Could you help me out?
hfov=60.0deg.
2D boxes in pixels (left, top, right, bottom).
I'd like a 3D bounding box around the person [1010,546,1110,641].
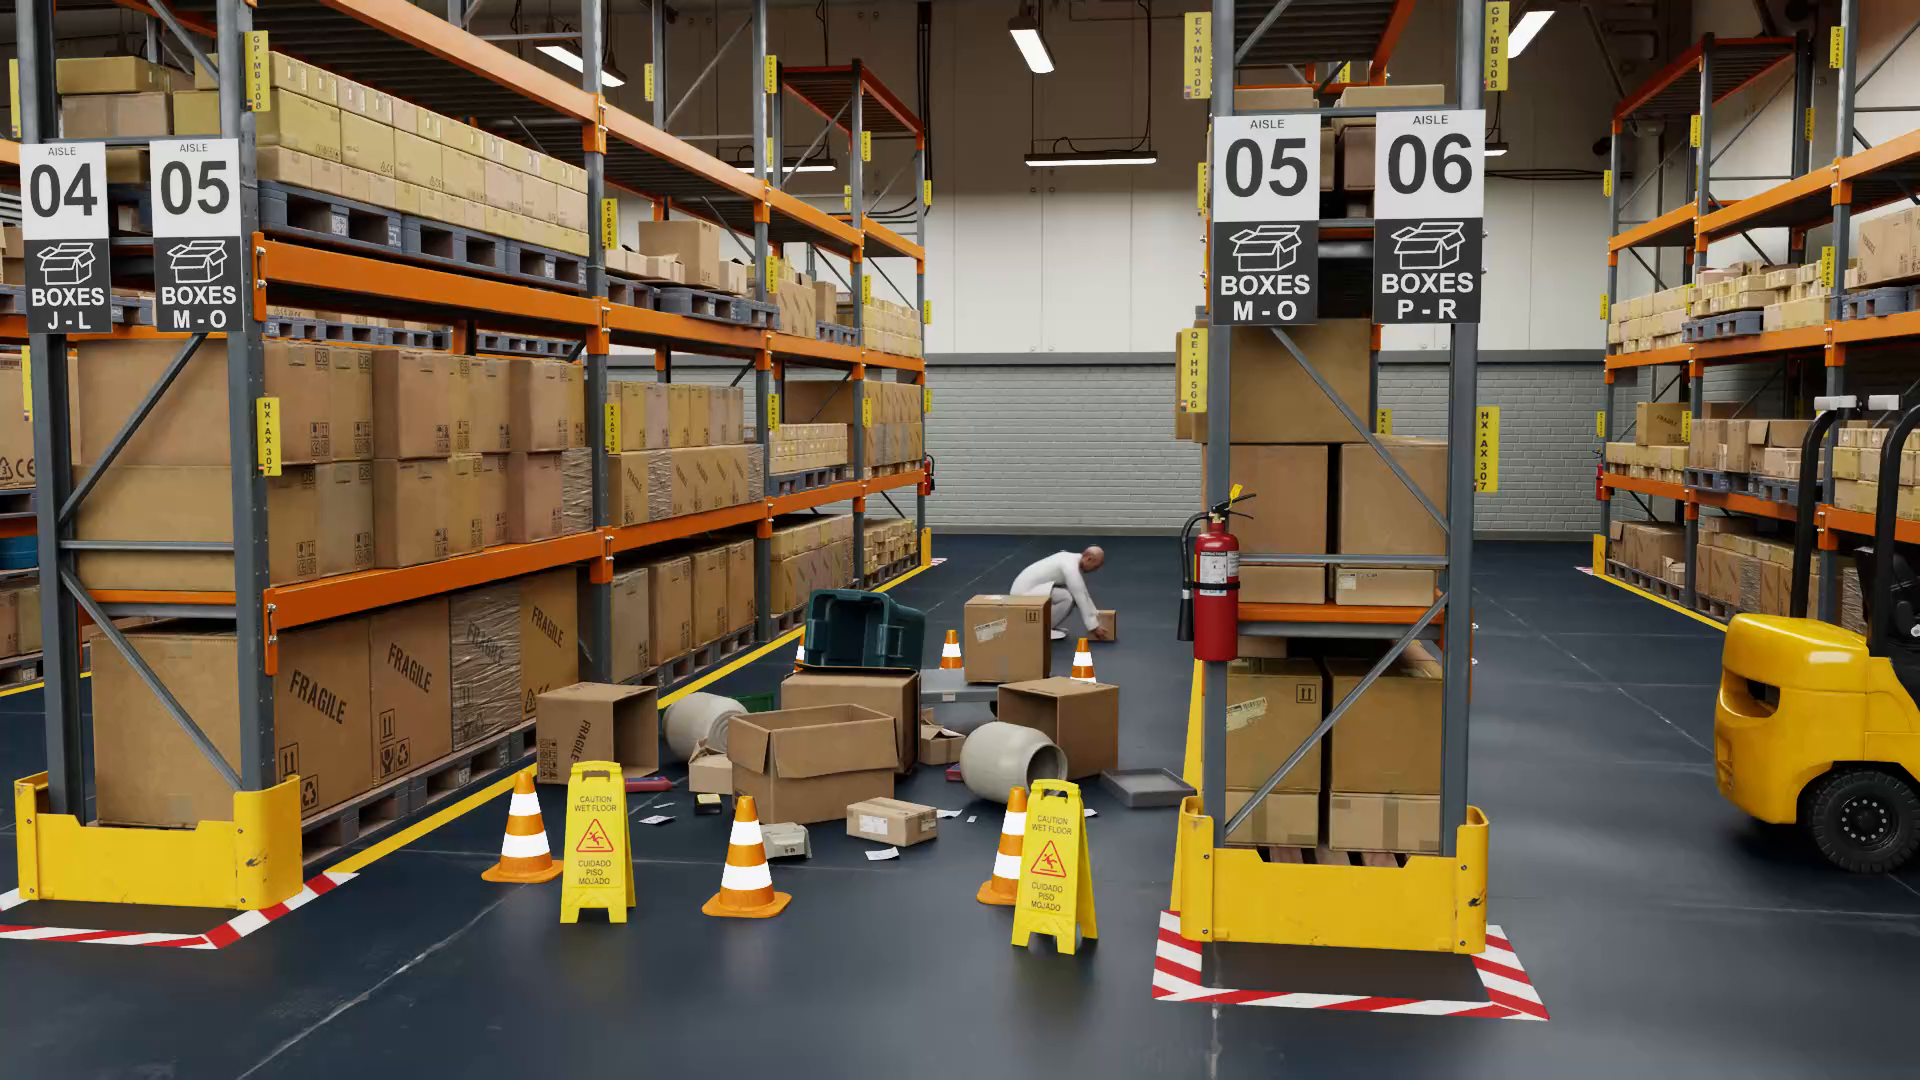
[{"bbox_3d":[0.930,0.496,15.361,0.935,0.878,0.587,1,4,9],"label":"person"}]
